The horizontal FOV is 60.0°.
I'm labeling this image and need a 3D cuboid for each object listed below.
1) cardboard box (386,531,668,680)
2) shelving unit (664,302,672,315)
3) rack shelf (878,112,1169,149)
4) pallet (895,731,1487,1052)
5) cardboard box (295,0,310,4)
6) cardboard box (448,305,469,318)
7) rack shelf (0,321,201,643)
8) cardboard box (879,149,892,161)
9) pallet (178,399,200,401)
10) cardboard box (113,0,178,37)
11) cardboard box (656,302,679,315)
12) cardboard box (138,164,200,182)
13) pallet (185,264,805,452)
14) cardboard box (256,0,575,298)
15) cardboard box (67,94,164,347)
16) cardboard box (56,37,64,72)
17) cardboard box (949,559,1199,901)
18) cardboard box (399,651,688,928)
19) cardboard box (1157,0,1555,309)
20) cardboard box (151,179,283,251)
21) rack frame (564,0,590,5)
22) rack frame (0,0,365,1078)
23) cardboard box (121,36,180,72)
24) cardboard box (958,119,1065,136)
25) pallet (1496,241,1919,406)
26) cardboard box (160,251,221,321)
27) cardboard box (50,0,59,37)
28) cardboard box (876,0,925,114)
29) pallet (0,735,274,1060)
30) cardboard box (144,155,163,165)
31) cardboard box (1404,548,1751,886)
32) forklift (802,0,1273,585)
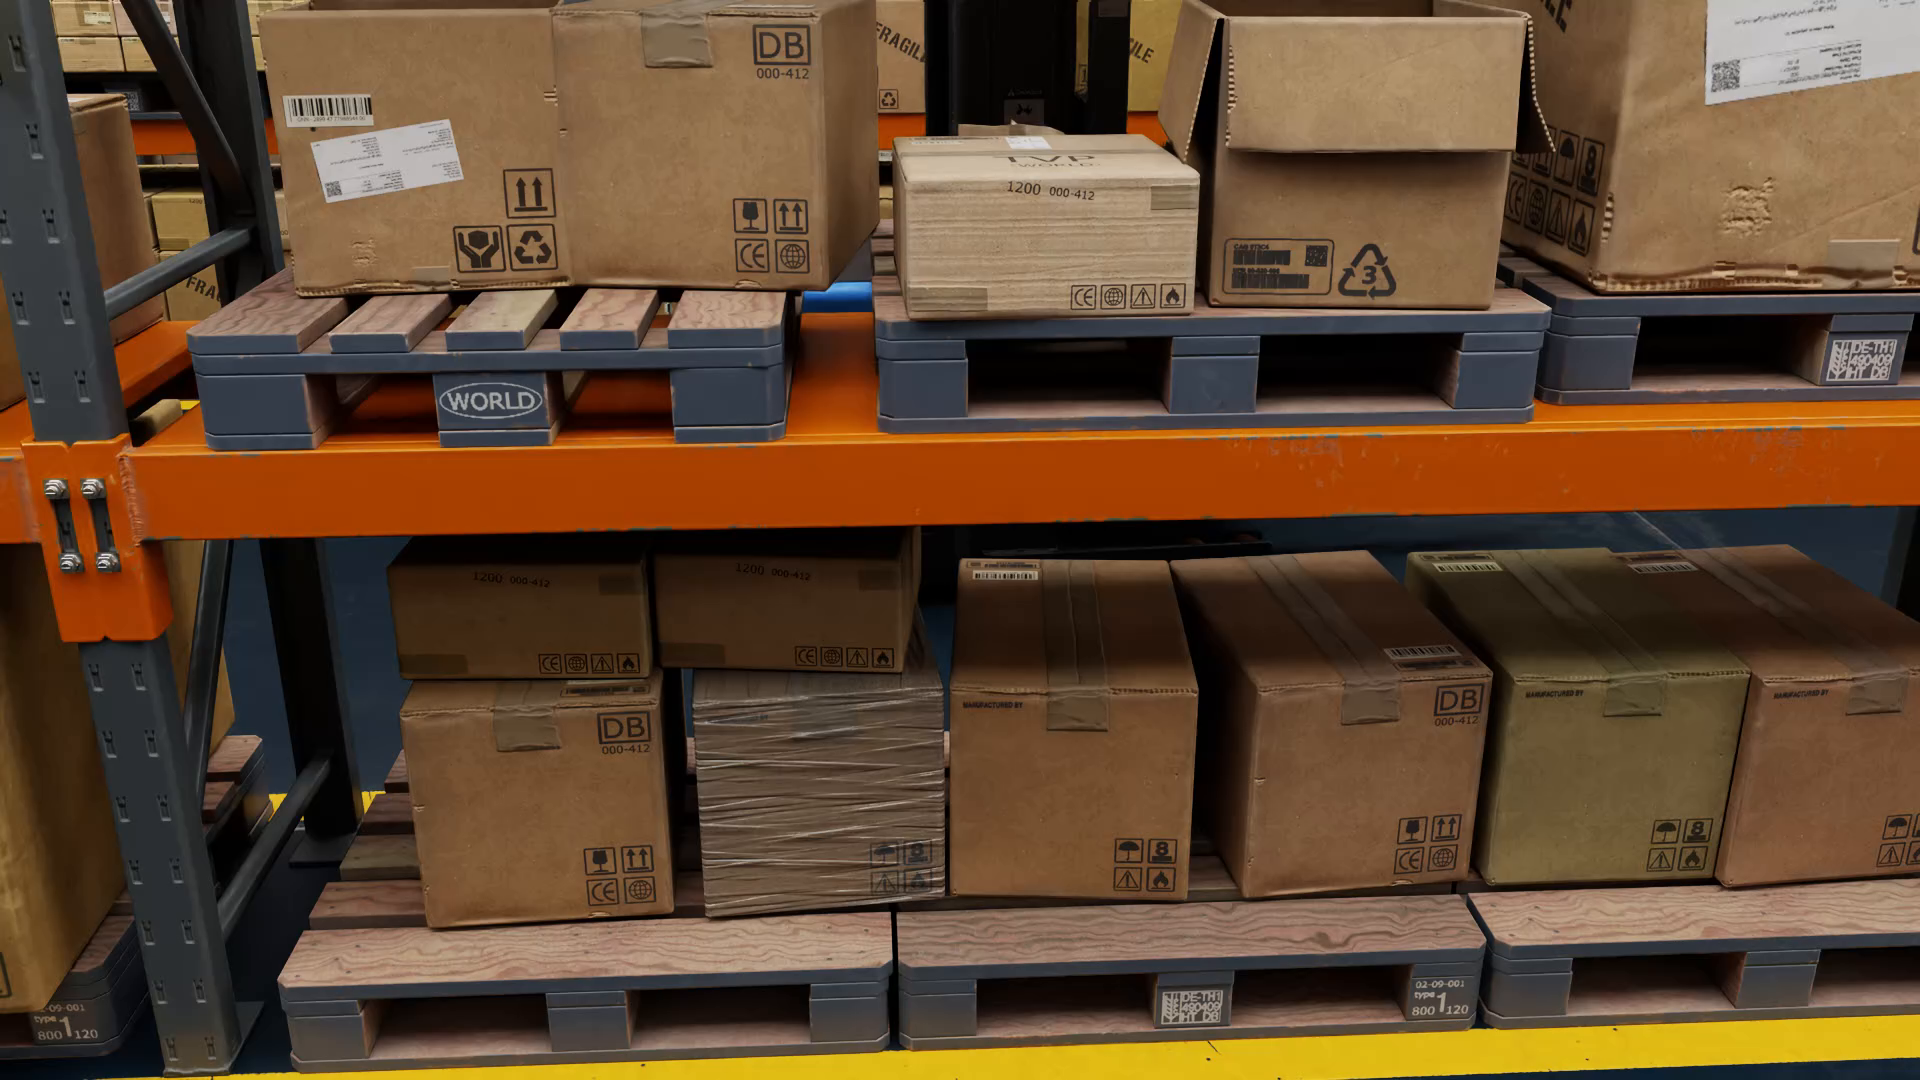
[{"bbox_3d":[-0.881,0.078,3.541,0.500,0.250,0.500,0,21,-1],"label":"cardboard box"},{"bbox_3d":[-1.127,-0.425,5.552,0.503,1.200,0.258,-15,25,-33],"label":"shelving unit"},{"bbox_3d":[0.266,-1.978,8.112,4.000,0.370,1.077,-1,21,-3],"label":"rack shelf"},{"bbox_3d":[0.447,0.754,3.843,1.213,0.211,1.003,-1,21,-3],"label":"pallet"},{"bbox_3d":[-2.727,-2.308,7.311,0.250,0.149,0.380,-1,21,-2],"label":"cardboard box"},{"bbox_3d":[-2.373,-1.196,7.968,0.500,0.500,0.500,-1,21,-3],"label":"cardboard box"},{"bbox_3d":[-3.545,-0.133,3.266,4.000,0.370,1.077,-1,21,-3],"label":"rack shelf"},{"bbox_3d":[-0.813,-3.024,12.951,0.625,0.372,0.950,-2,21,-4],"label":"cardboard box"},{"bbox_3d":[-3.726,-0.932,8.271,1.213,0.211,1.003,-1,21,-3],"label":"pallet"},{"bbox_3d":[-3.486,-2.293,7.272,0.250,0.149,0.380,-1,21,-2],"label":"cardboard box"},{"bbox_3d":[-1.118,-1.399,8.152,0.750,0.750,1.050,-1,21,-4],"label":"cardboard box"},{"bbox_3d":[-3.954,-1.697,8.233,0.500,0.250,0.500,-2,21,-5],"label":"cardboard box"},{"bbox_3d":[-0.843,-0.472,3.416,1.003,0.211,1.213,-1,21,-3],"label":"pallet"},{"bbox_3d":[-1.012,-0.778,3.218,0.500,0.500,0.500,-4,21,-10],"label":"cardboard box"},{"bbox_3d":[-2.049,-0.643,3.454,0.500,0.500,0.500,-1,21,-1],"label":"cardboard box"},{"bbox_3d":[-4.001,-2.144,7.301,0.250,0.149,0.380,-2,21,-4],"label":"cardboard box"},{"bbox_3d":[0.238,0.402,3.743,0.500,0.500,0.700,1,21,1],"label":"cardboard box"},{"bbox_3d":[-0.881,0.432,3.665,0.500,0.500,0.700,-2,21,-6],"label":"cardboard box"},{"bbox_3d":[0.720,-0.768,3.186,0.637,0.503,0.797,1,21,2],"label":"cardboard box"},{"bbox_3d":[-3.410,-1.526,7.783,0.500,0.250,0.500,-1,21,-2],"label":"cardboard box"},{"bbox_3d":[-1.731,-2.274,7.877,0.127,3.000,1.000,-1,21,-3],"label":"rack frame"},{"bbox_3d":[-1.549,-0.510,3.244,0.127,3.000,1.000,-1,21,-3],"label":"rack frame"},{"bbox_3d":[-3.478,-2.155,7.329,0.250,0.149,0.380,-1,21,-1],"label":"cardboard box"},{"bbox_3d":[0.101,-0.773,3.534,0.258,0.266,0.396,-2,21,-5],"label":"cardboard box"},{"bbox_3d":[1.674,-0.538,3.587,1.213,0.211,1.003,-1,21,-3],"label":"pallet"},{"bbox_3d":[-3.418,-1.170,7.901,0.500,0.500,0.500,-2,21,-5],"label":"cardboard box"},{"bbox_3d":[-3.995,-2.283,7.248,0.250,0.149,0.380,-2,21,-4],"label":"cardboard box"},{"bbox_3d":[-0.256,-2.255,7.688,0.500,0.500,0.500,-1,21,-3],"label":"cardboard box"},{"bbox_3d":[-2.340,0.783,3.769,1.213,0.211,1.003,-1,21,-3],"label":"pallet"},{"bbox_3d":[-6.741,-2.973,12.725,0.875,0.438,0.875,-1,21,-4],"label":"cardboard box"},{"bbox_3d":[1.353,0.379,3.804,0.500,0.500,0.700,-1,21,-3],"label":"cardboard box"},{"bbox_3d":[0.633,-1.392,5.659,3.031,2.935,1.130,-3,21,-8],"label":"forklift"}]
